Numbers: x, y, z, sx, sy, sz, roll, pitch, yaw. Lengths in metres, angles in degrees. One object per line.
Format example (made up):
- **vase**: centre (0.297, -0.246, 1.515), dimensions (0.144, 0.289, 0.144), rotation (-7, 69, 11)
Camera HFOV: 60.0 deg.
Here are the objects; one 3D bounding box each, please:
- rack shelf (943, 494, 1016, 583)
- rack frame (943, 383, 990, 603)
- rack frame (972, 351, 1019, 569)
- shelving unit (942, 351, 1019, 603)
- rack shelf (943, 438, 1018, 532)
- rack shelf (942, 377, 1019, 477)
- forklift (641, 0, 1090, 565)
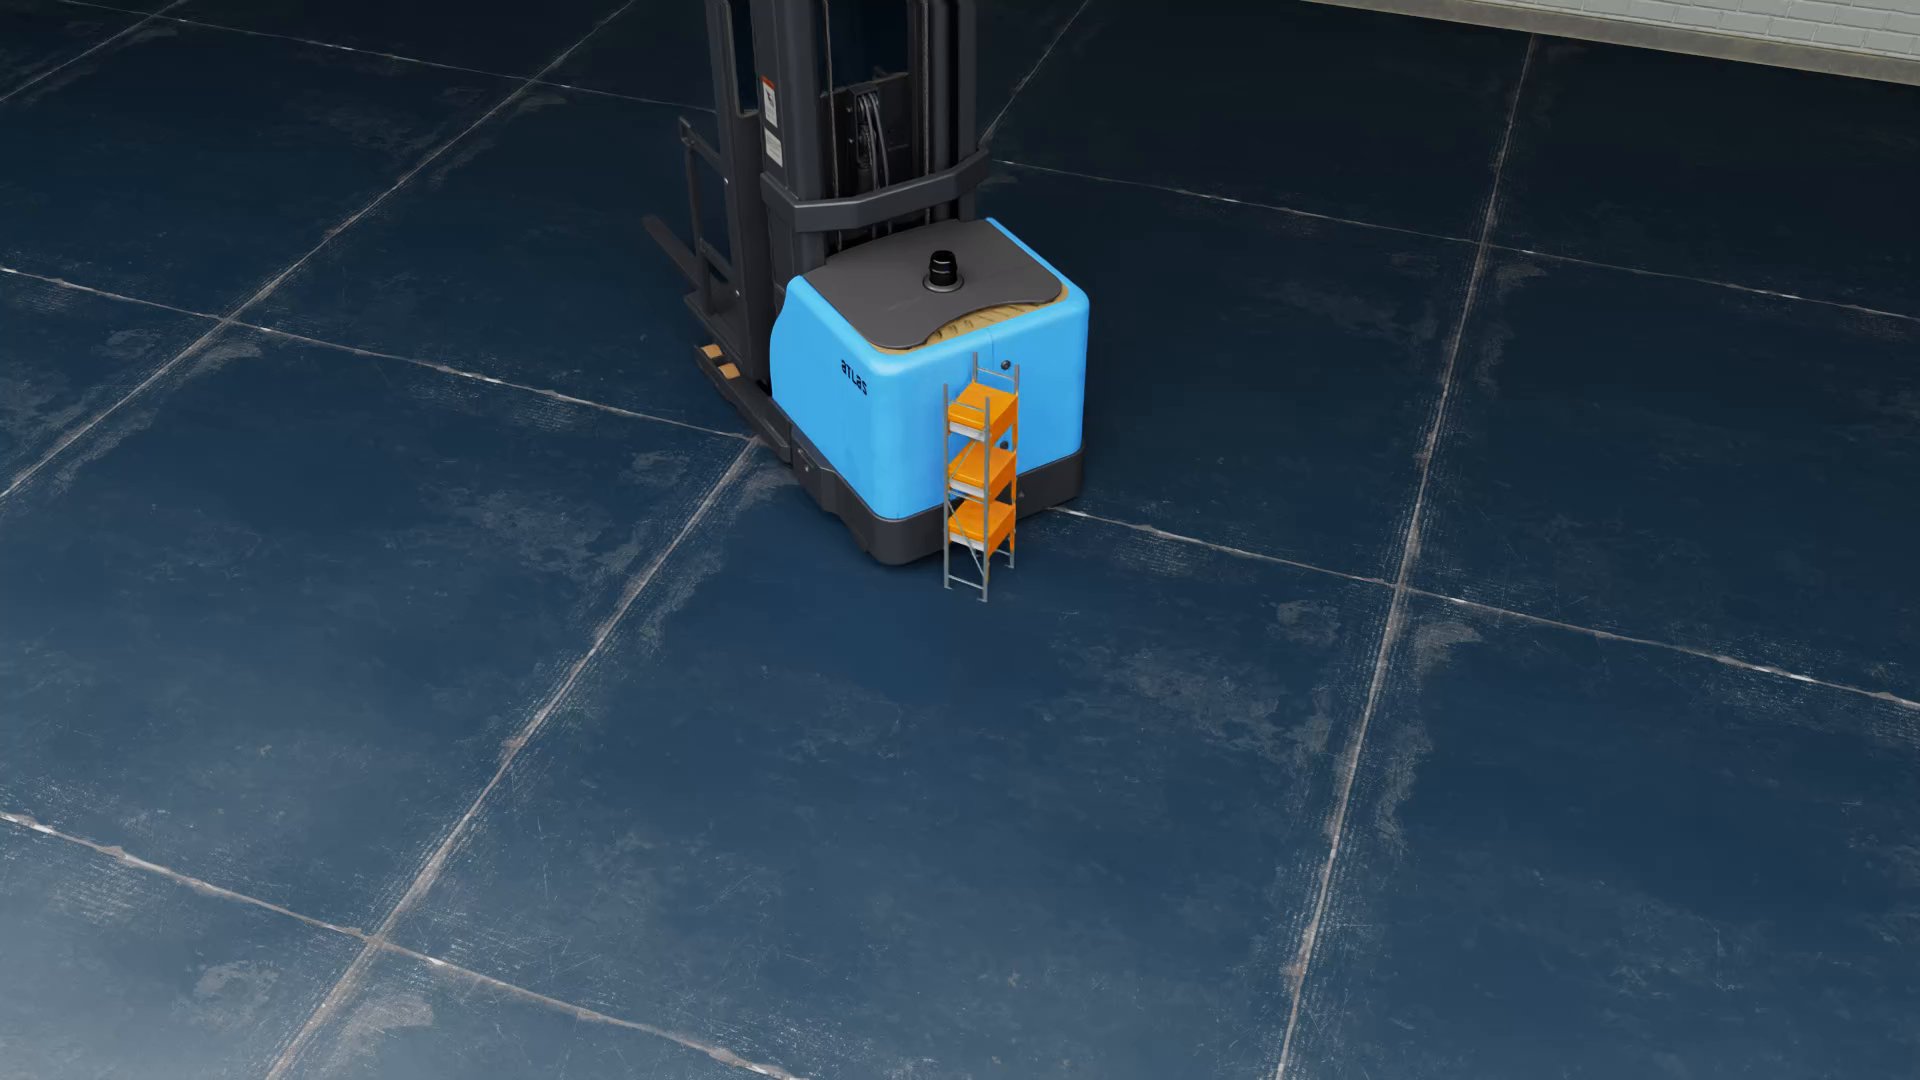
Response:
- **rack shelf**: centre (0.082, -0.018, 6.907), dimensions (0.215, 0.259, 0.240), rotation (19, 44, 21)
- **rack frame**: centre (0.024, -0.168, 6.638), dimensions (0.200, 1.050, 0.008), rotation (19, 44, 21)
- **rack frame**: centre (0.140, -0.308, 6.802), dimensions (0.200, 1.050, 0.008), rotation (19, 44, 21)
- **shelving unit**: centre (0.082, -0.238, 6.720), dimensions (0.215, 1.050, 0.252), rotation (19, 44, 21)
- **rack shelf**: centre (0.082, -0.230, 6.727), dimensions (0.215, 0.259, 0.240), rotation (19, 44, 21)
- **rack shelf**: centre (0.082, -0.446, 6.543), dimensions (0.215, 0.259, 0.240), rotation (19, 44, 21)
- **forklift**: centre (-0.645, -1.945, 7.272), dimensions (1.130, 2.935, 3.031), rotation (-21, 45, -23)
